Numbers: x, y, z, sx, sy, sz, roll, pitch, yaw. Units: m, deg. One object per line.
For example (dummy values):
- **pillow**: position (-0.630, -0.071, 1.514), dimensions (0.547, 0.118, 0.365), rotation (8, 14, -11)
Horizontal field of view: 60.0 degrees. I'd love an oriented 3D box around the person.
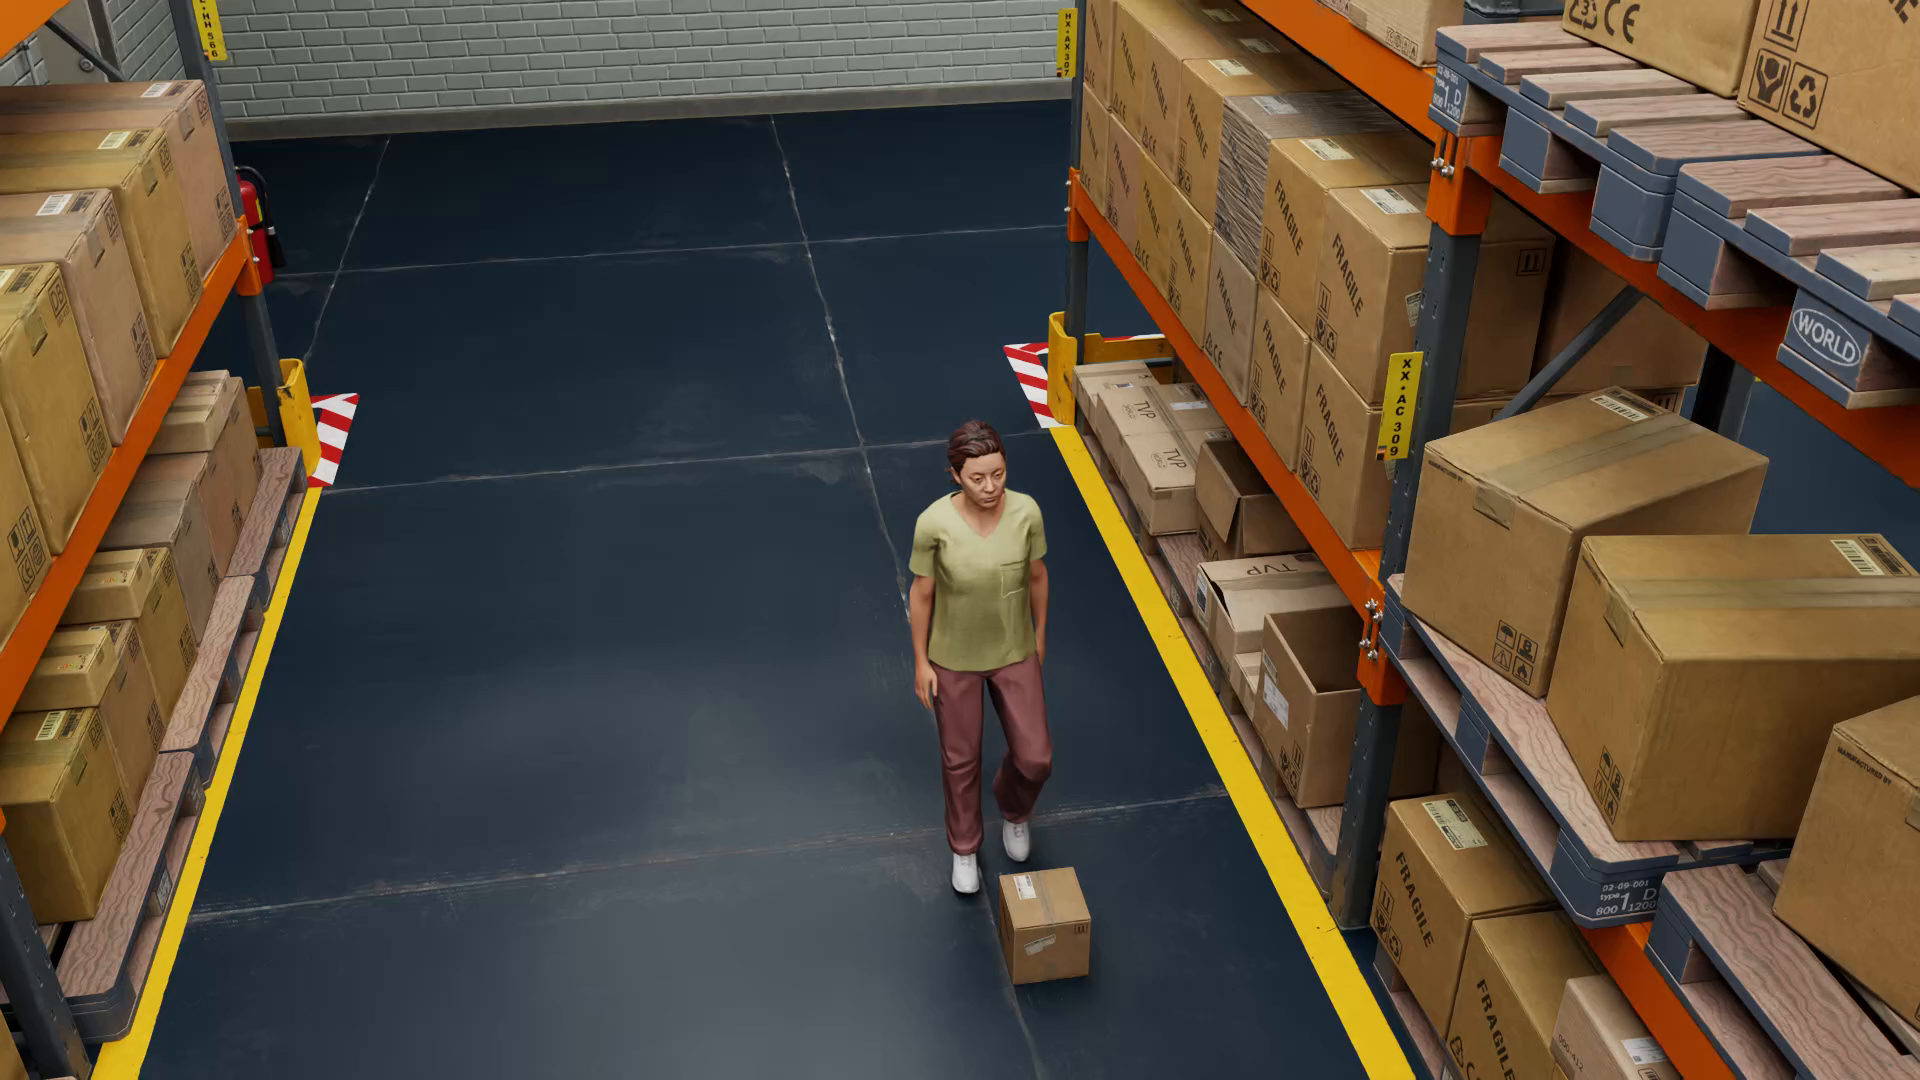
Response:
- **person**: position (0.074, 0.398, 5.442), dimensions (0.469, 1.683, 0.443), rotation (-4, 31, -7)
